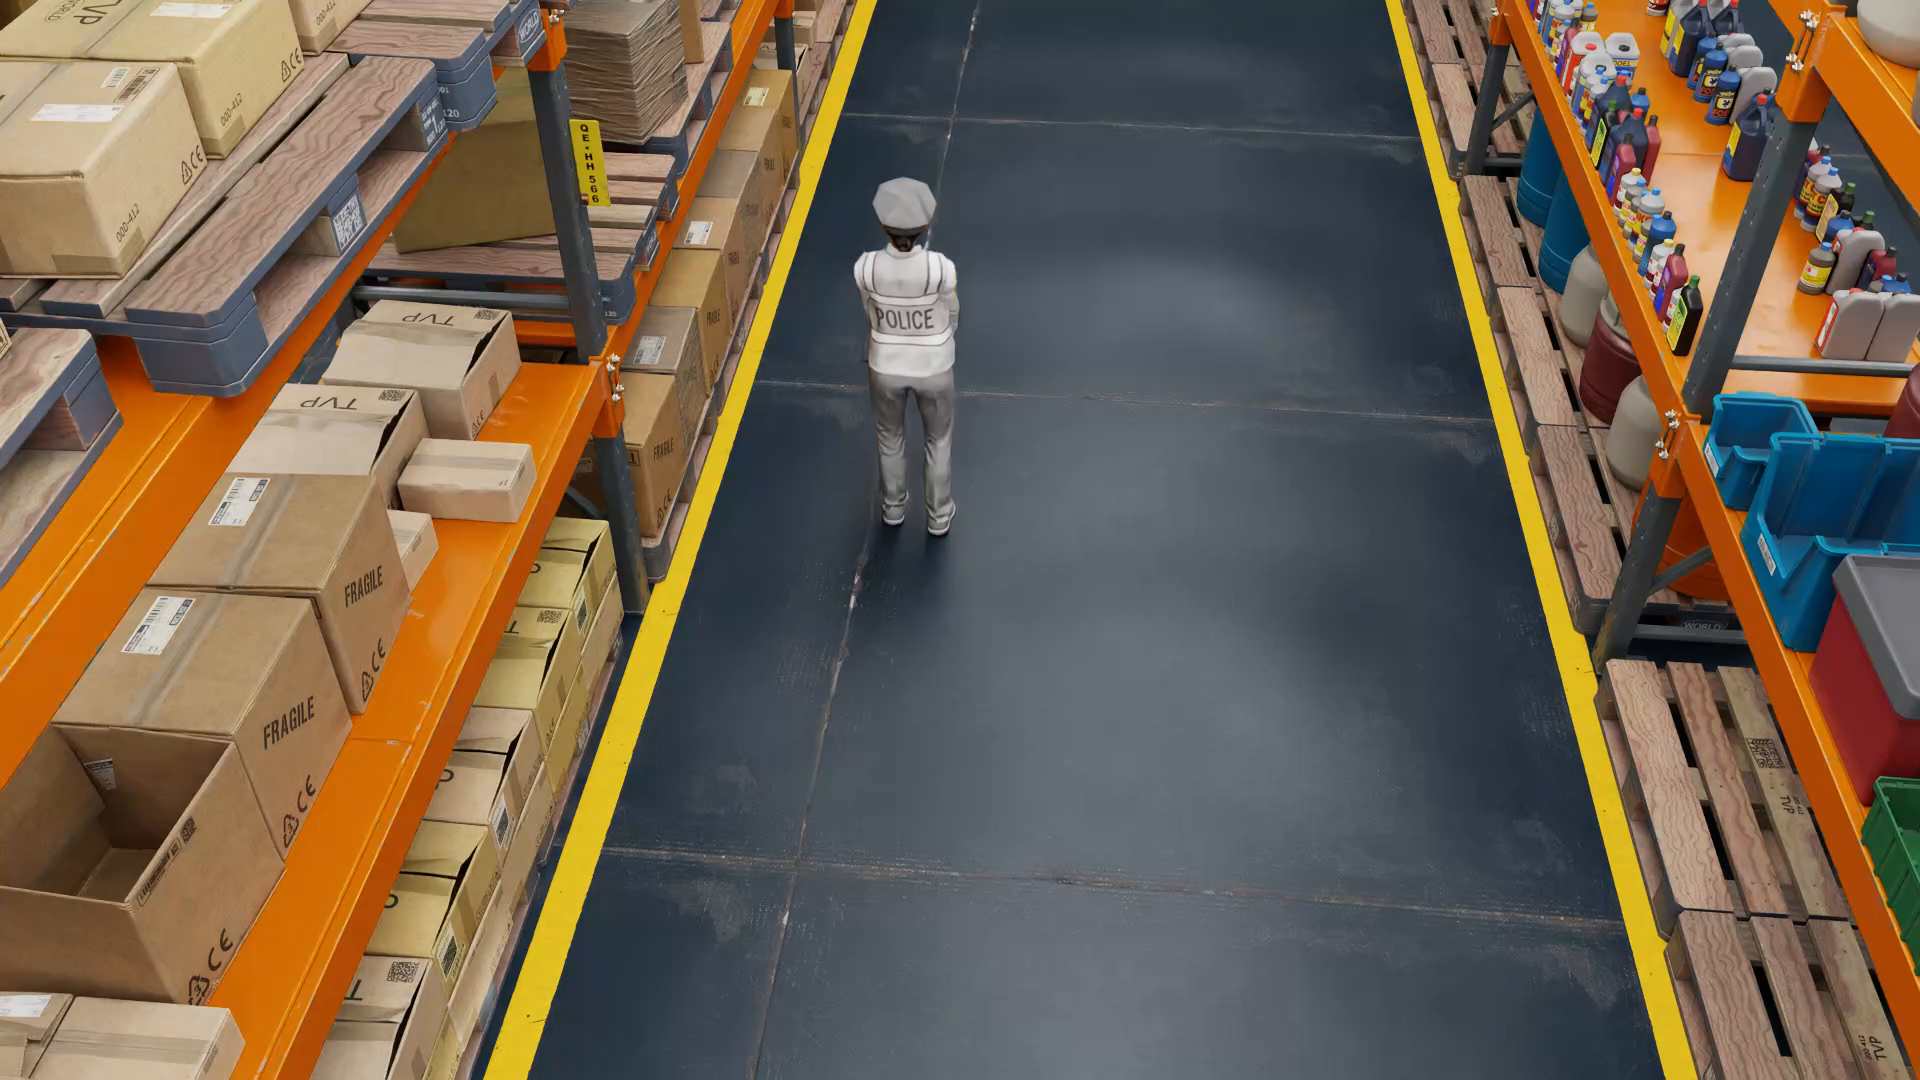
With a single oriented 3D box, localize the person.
[{"bbox_3d":[-0.206,-0.771,7.047,0.459,1.686,0.563,4,40,4],"label":"person"}]
